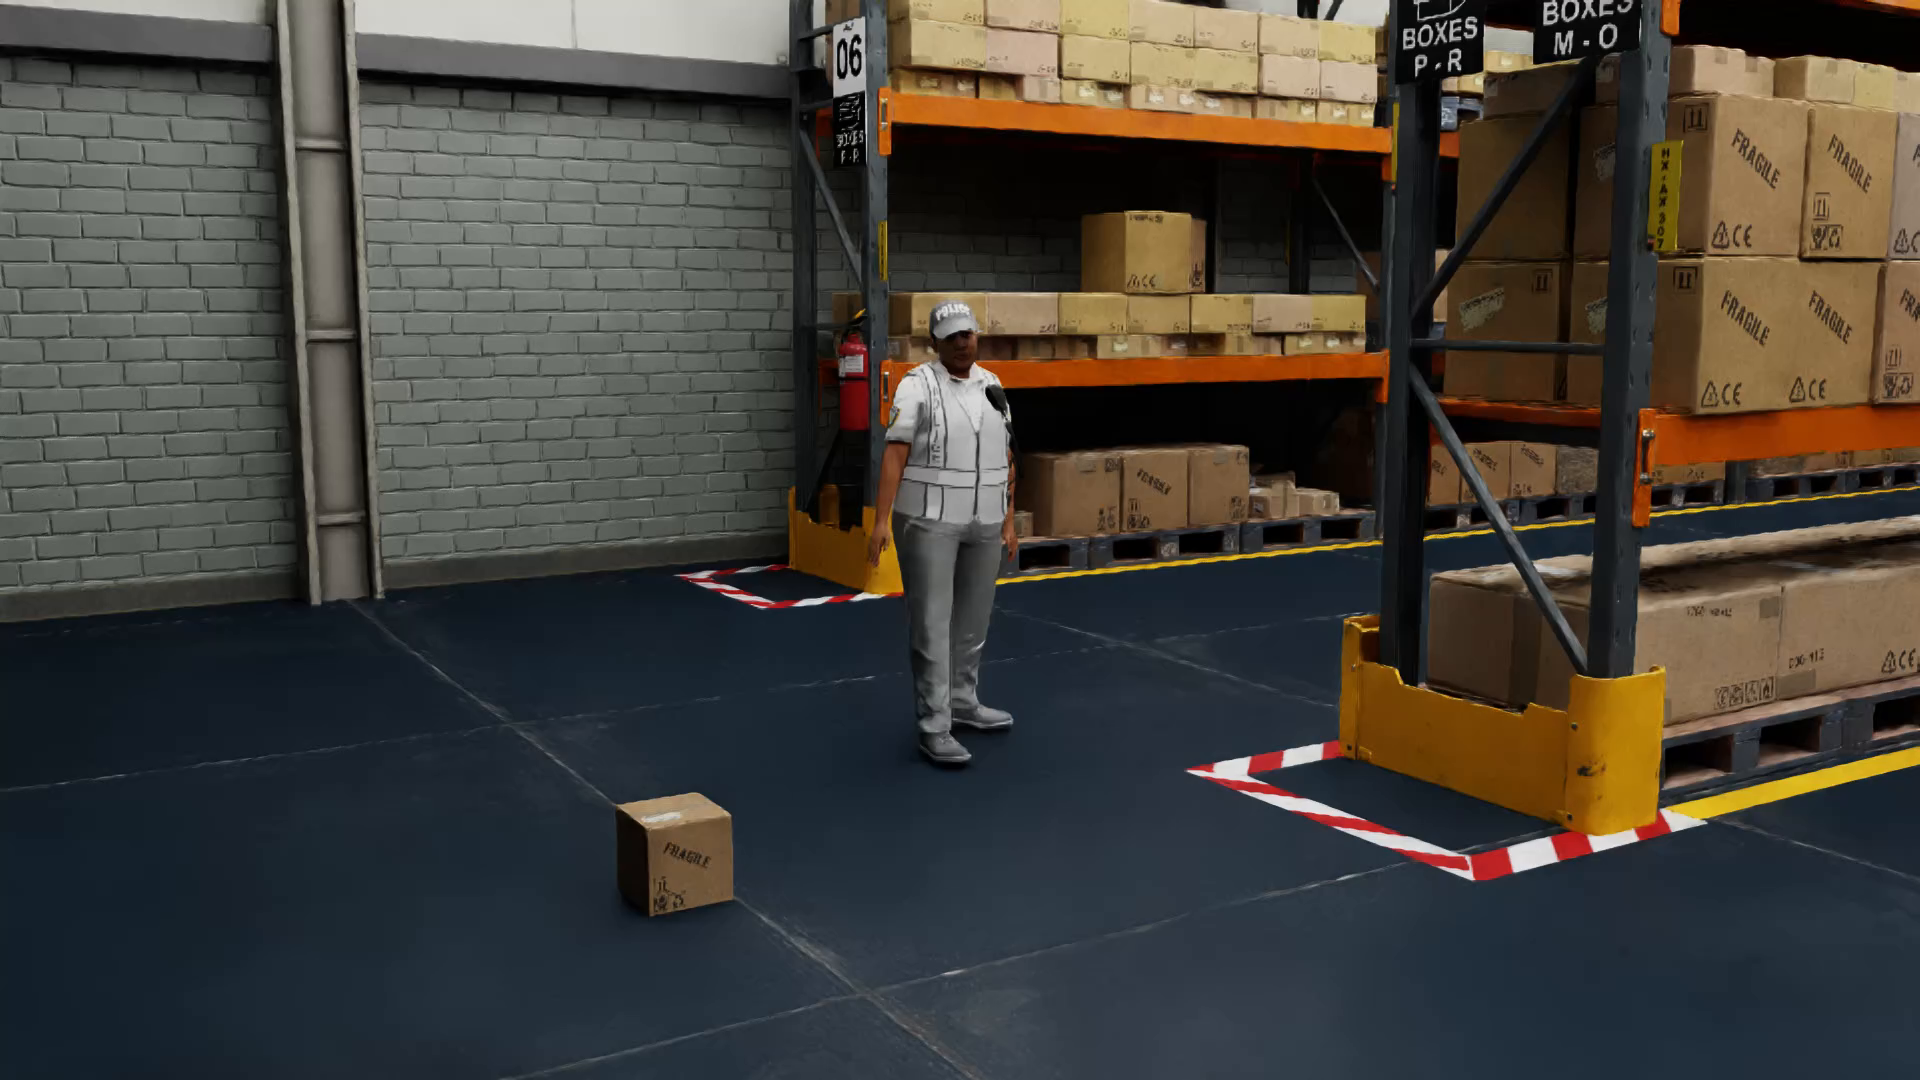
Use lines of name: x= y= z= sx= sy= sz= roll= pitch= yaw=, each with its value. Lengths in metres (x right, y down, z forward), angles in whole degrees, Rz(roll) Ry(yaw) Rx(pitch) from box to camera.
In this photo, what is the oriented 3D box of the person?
person: x=-0.030 y=-0.056 z=6.115 sx=0.681 sy=1.650 sz=0.582 roll=-5 pitch=10 yaw=-33
